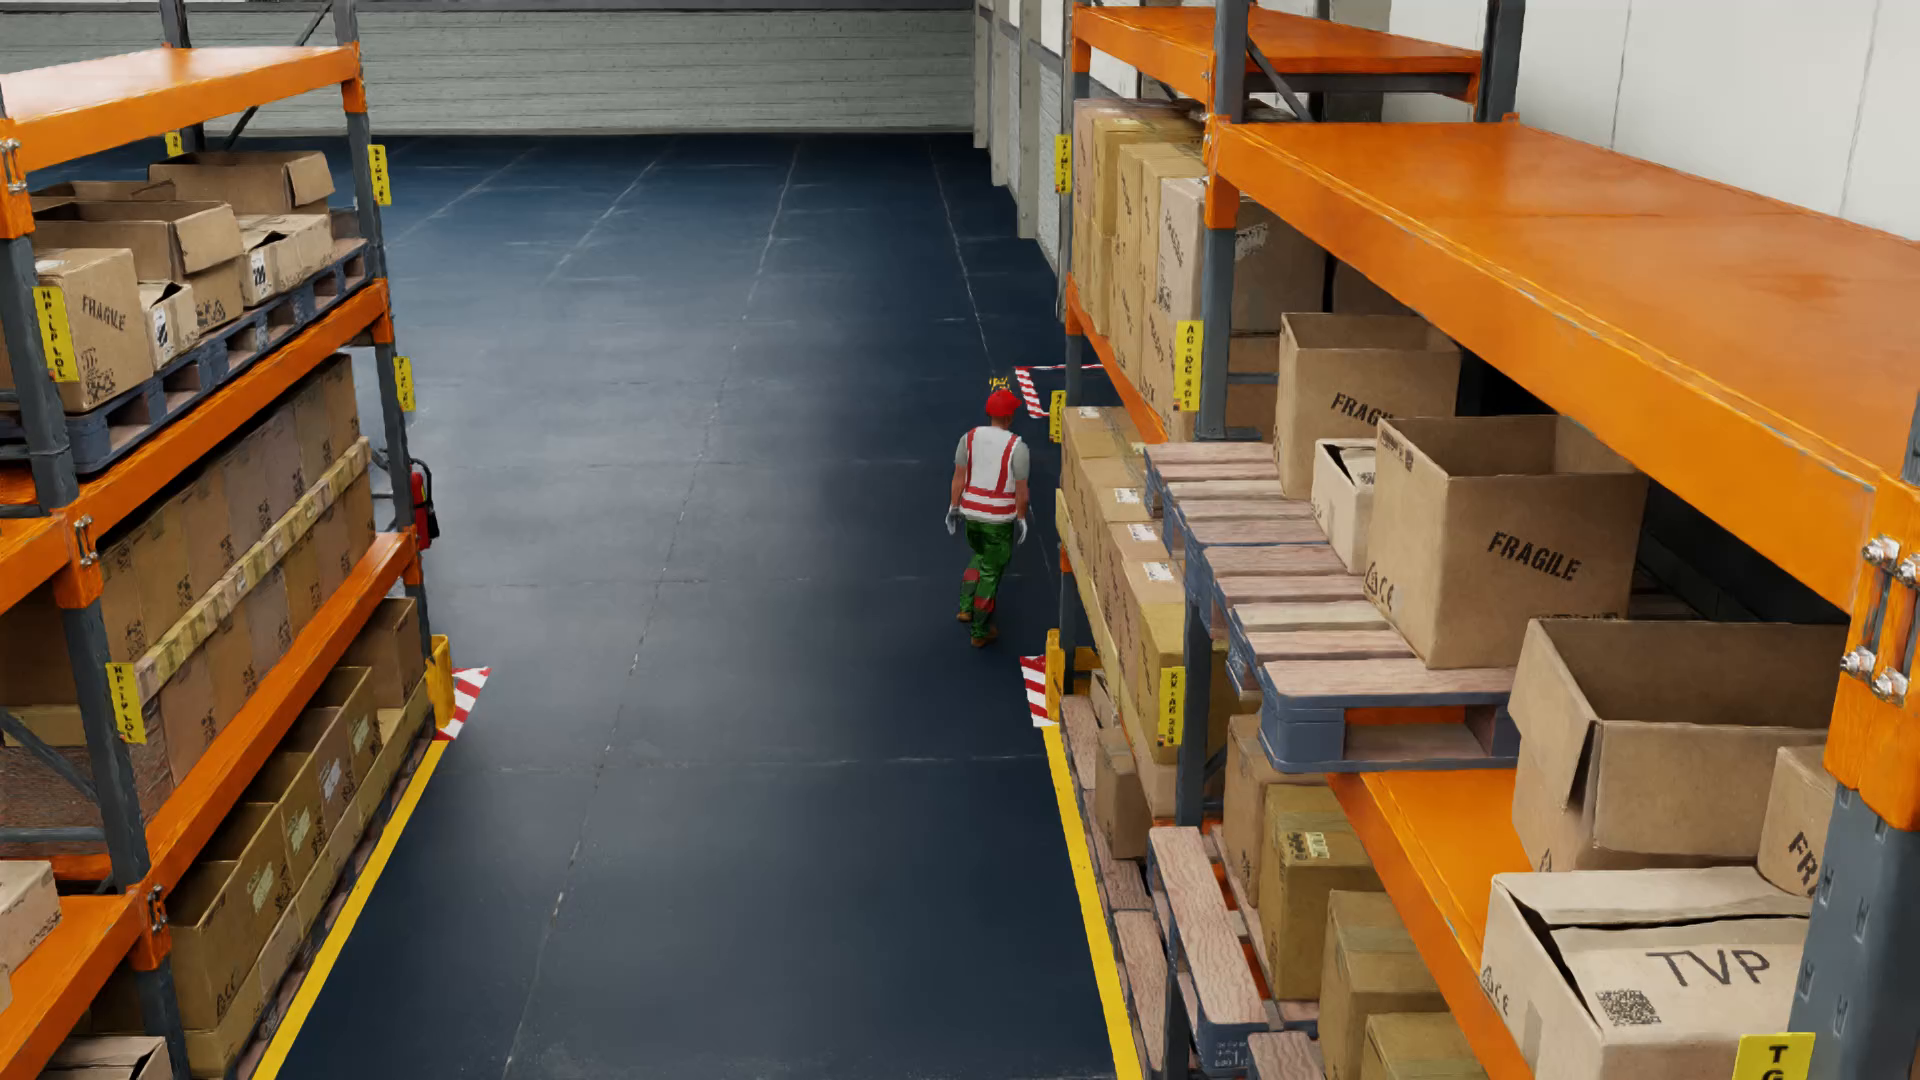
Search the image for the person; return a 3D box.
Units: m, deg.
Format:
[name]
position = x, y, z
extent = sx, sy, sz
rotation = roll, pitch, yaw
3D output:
[person]
position = 0.212, -0.168, 11.446
extent = 0.573, 1.774, 0.483
rotation = 11, 23, 28
